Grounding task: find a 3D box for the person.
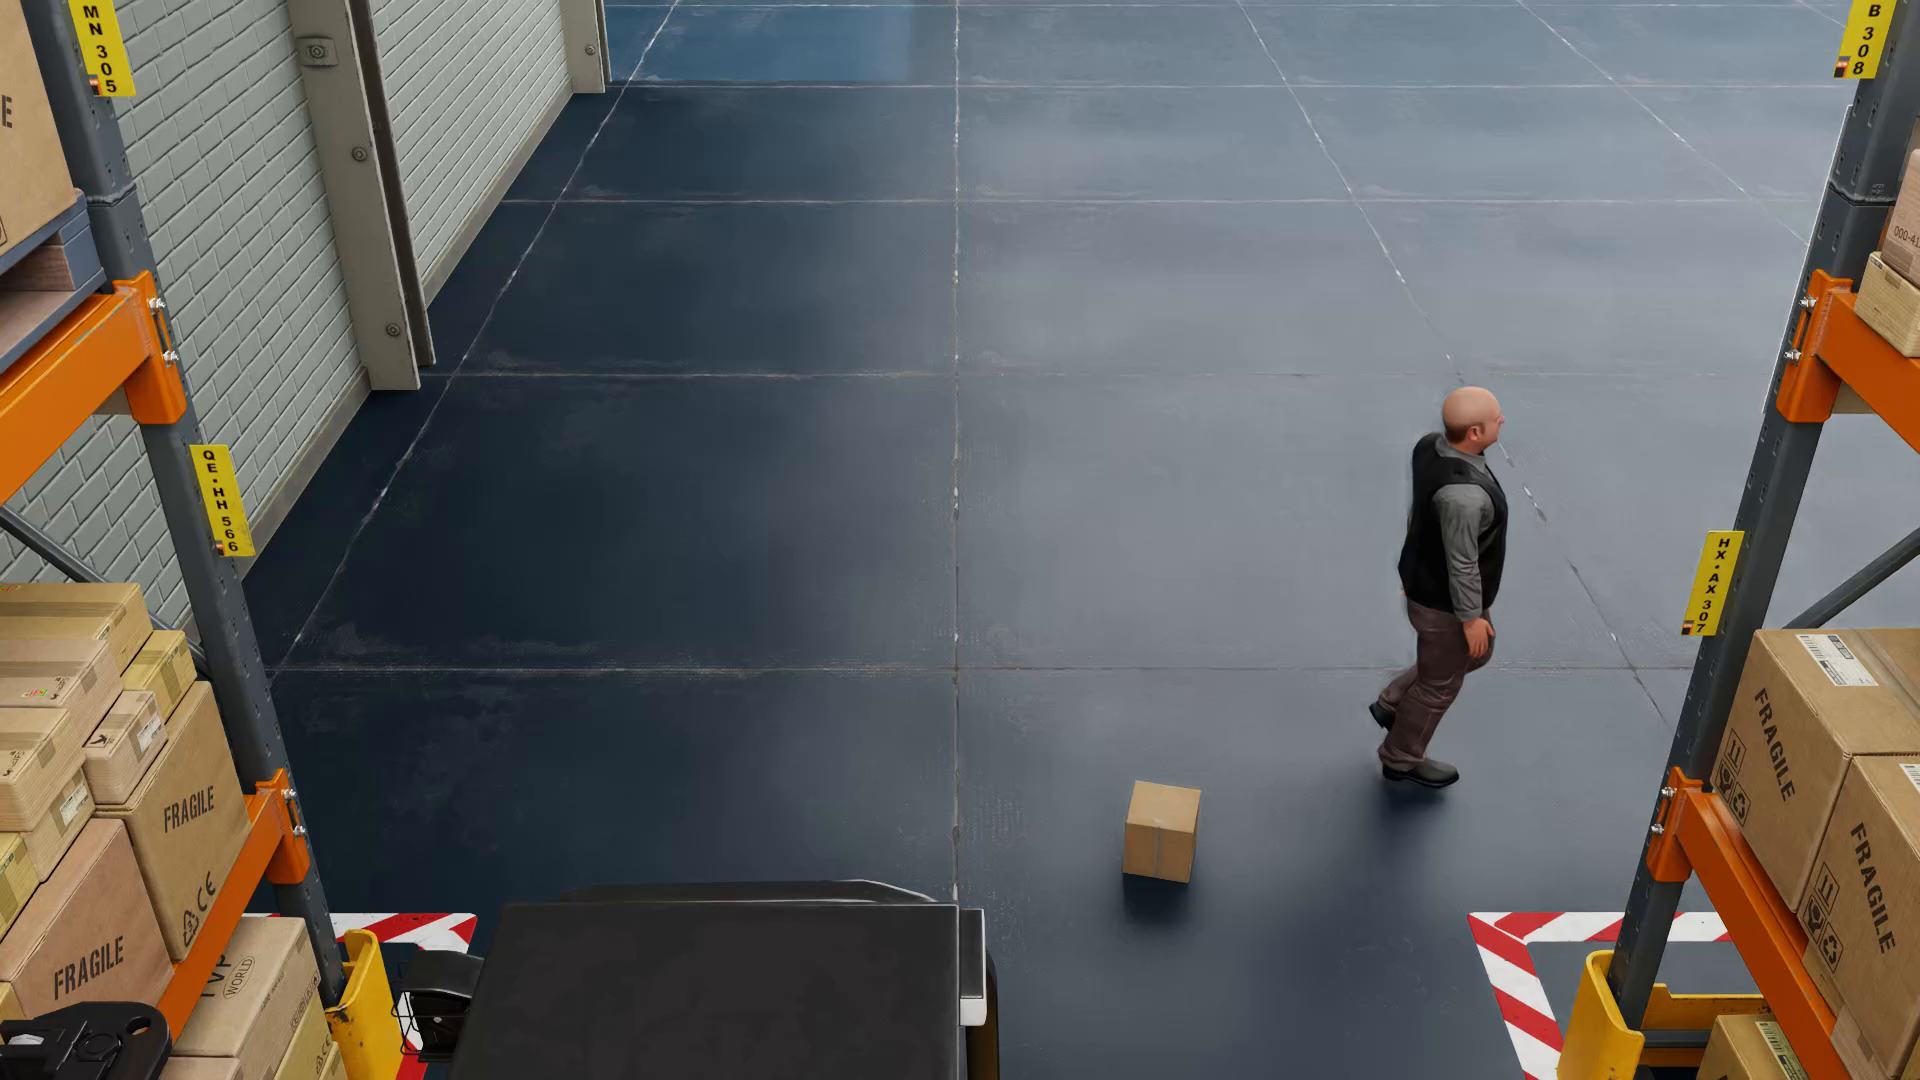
[{"bbox_3d":[1.871,0.236,6.310,0.452,1.645,0.546,3,31,5],"label":"person"}]
